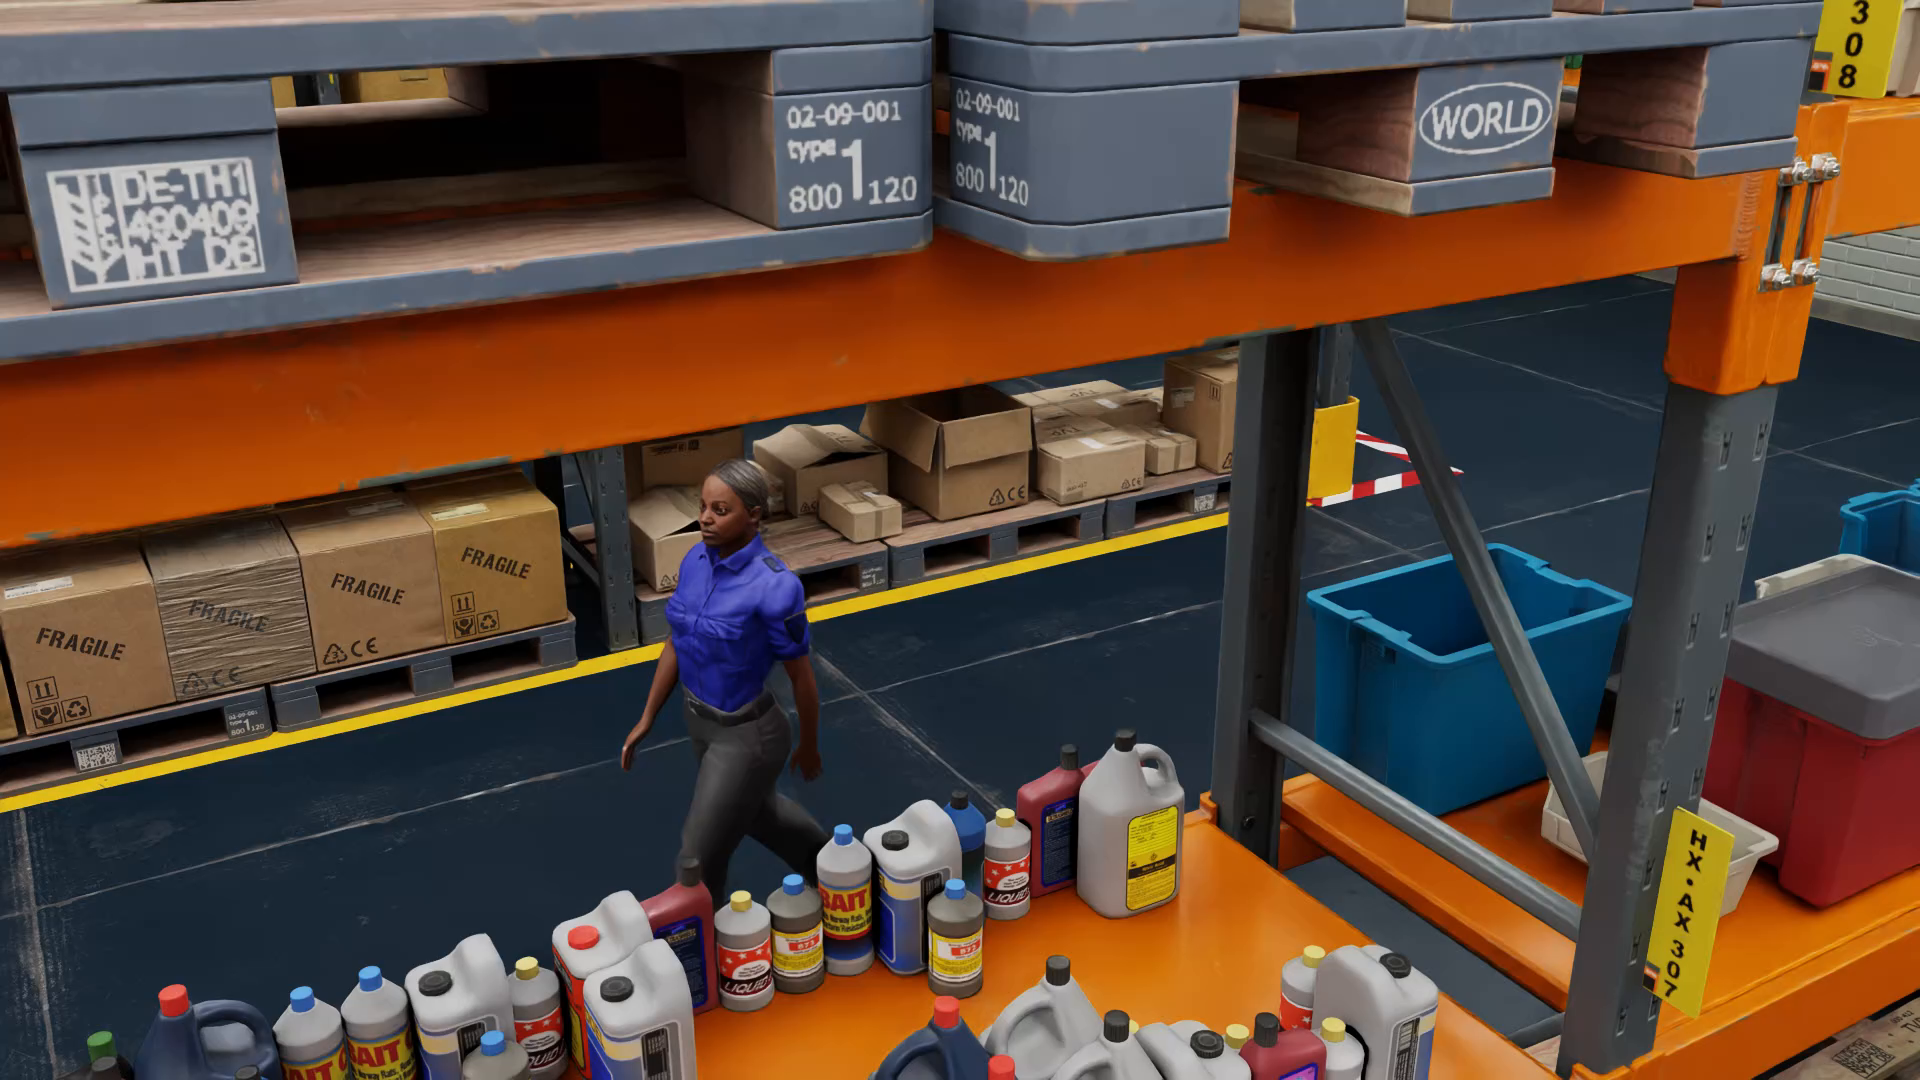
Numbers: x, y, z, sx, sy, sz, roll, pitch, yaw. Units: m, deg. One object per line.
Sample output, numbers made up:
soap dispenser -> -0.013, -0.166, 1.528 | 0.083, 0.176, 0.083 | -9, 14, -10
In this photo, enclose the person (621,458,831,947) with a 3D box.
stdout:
person -> -0.678, 0.544, 4.729 | 0.990, 1.594, 0.442 | -18, 28, -37
